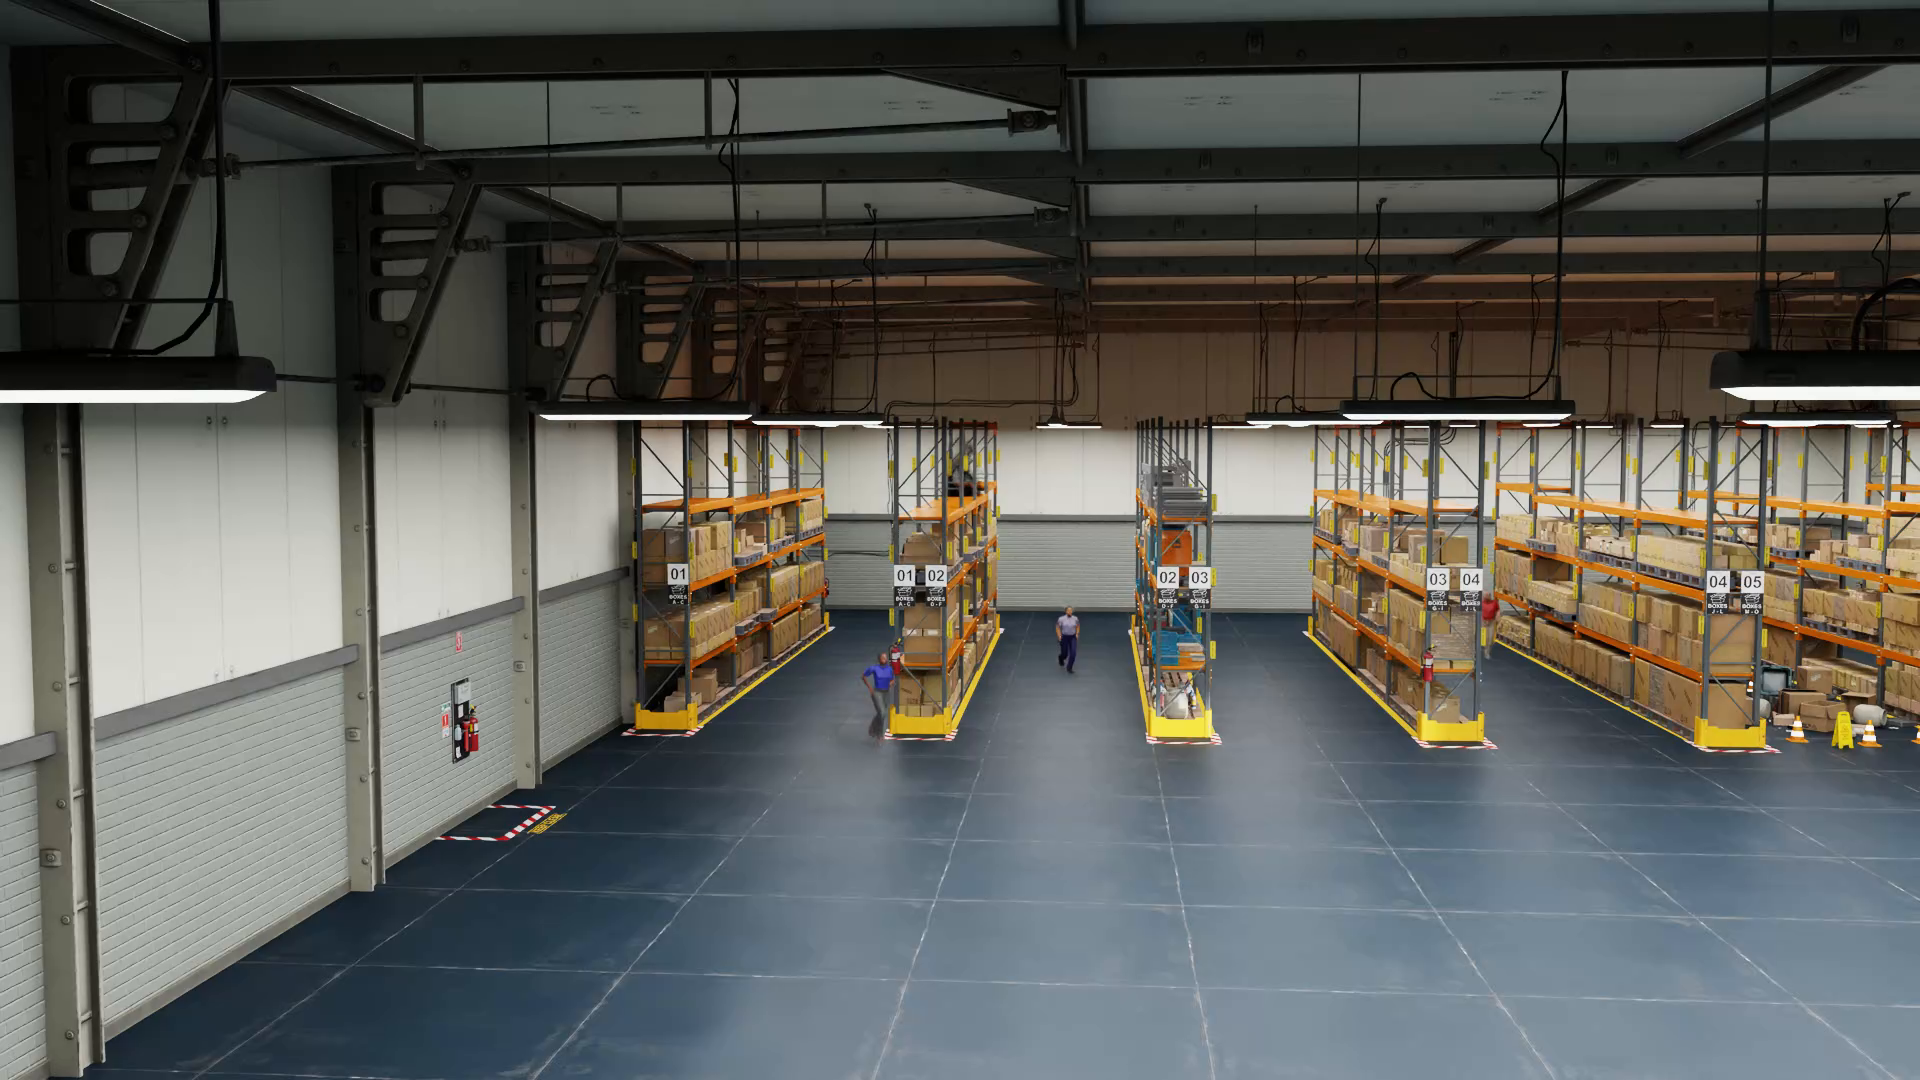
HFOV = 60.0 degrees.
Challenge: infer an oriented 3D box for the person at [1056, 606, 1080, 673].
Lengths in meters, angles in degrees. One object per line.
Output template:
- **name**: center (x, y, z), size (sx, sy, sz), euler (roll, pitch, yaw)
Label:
- **person**: center (2.567, 2.353, 39.560), size (0.593, 1.600, 0.586), euler (-1, 4, -10)

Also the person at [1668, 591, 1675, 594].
- **person**: center (20.240, 1.802, 47.281), size (0.943, 1.607, 0.618), euler (3, 5, 38)

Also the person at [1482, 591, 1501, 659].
- **person**: center (13.375, 2.137, 42.168), size (0.655, 1.704, 0.652), euler (0, 4, 5)

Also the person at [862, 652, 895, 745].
- **person**: center (-1.476, 2.904, 30.648), size (0.578, 1.694, 0.684), euler (-3, 5, -38)
